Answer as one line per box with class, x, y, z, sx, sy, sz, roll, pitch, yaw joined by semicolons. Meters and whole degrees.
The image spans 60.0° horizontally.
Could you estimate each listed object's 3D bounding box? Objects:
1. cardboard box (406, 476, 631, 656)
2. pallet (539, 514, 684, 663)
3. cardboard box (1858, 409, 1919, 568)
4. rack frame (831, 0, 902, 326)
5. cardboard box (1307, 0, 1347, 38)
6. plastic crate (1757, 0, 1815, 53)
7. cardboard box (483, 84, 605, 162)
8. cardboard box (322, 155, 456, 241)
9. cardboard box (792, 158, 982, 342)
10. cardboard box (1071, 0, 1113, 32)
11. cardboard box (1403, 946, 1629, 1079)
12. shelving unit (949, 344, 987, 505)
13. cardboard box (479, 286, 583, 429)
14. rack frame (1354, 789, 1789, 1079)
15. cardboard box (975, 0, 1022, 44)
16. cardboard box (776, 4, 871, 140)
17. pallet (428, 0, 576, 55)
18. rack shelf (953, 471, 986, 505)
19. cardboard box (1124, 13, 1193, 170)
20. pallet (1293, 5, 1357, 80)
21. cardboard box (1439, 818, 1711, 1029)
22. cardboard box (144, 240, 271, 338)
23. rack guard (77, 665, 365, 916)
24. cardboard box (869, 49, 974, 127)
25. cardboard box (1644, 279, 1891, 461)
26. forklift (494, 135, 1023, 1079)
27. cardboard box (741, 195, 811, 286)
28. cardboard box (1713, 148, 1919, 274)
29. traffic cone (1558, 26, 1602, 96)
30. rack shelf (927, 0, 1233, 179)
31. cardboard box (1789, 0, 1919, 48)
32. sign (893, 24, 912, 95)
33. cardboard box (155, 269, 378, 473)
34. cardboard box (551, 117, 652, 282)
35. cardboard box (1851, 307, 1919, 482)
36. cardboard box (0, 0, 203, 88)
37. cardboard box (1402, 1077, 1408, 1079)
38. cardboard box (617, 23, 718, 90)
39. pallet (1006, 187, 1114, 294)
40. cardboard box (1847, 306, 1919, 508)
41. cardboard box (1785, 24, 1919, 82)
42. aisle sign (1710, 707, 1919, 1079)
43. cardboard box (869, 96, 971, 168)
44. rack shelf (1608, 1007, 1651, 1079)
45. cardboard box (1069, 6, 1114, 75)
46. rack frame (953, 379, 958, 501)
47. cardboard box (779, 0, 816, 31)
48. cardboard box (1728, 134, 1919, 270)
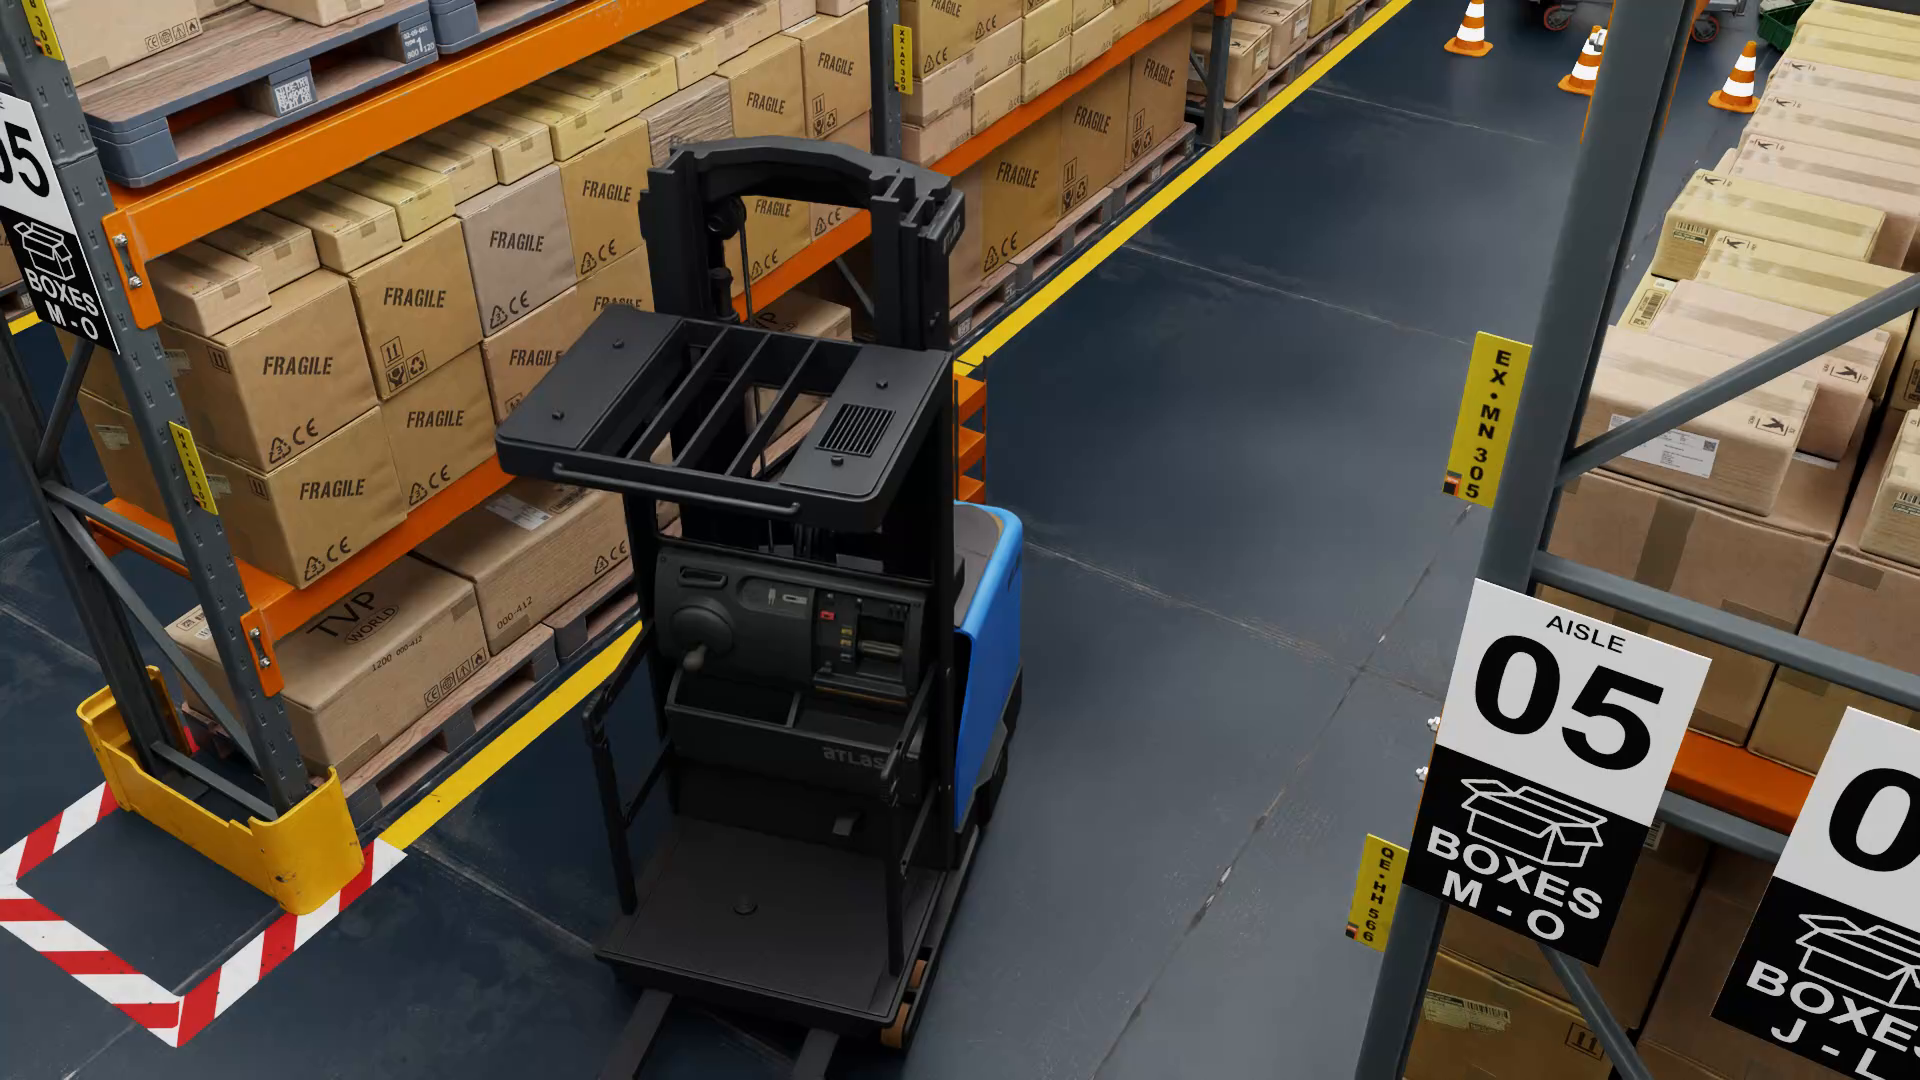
cardboard box;-2.132;-0.033;7.530;0.875;0.438;0.875;22;43;26
pallet;-1.868;0.006;8.009;1.003;0.211;1.213;21;42;25
cardboard box;1.715;-0.044;2.720;0.380;0.149;0.250;21;42;25
rack frame;-0.742;-2.096;8.452;1.000;3.000;0.127;21;42;25
cardboard box;2.512;-4.344;13.176;0.950;0.372;0.625;23;43;27
plastic crate;6.765;-4.081;13.282;0.662;0.188;0.450;-18;51;-22
cardboard box;-1.594;-1.605;6.382;0.380;0.149;0.250;20;42;24
cardboard box;-2.019;-1.216;5.877;0.380;0.149;0.250;20;42;24
cardboard box;-0.477;-1.767;9.421;0.875;0.875;0.875;23;43;26
cardboard box;0.550;-3.160;9.545;0.500;0.250;0.500;20;42;24
cardboard box;1.373;1.060;4.032;0.500;0.500;0.500;22;43;26
shelving unit;-0.029;-0.388;7.833;0.215;1.050;0.252;21;42;25
cardboard box;-1.850;-0.753;6.628;0.500;0.500;0.500;21;42;25
rack frame;1.349;1.533;3.744;1.000;3.000;0.127;21;42;25
cardboard box;-0.014;-2.936;8.640;0.500;0.500;0.500;21;42;25
cardboard box;-0.761;-2.198;7.683;0.500;0.500;0.500;21;42;25
pallet;-1.843;-2.204;6.208;1.003;0.211;1.213;21;42;25
rack shelf;-0.029;-0.160;8.009;0.215;0.259;0.240;21;42;25
cardboard box;0.961;-3.154;11.221;0.875;0.875;0.875;21;42;25
pallet;2.476;-4.083;13.313;1.003;0.211;1.213;21;42;25
cardboard box;1.384;0.662;3.729;0.500;0.500;0.500;20;42;24
cardboard box;-2.461;-0.819;5.363;0.380;0.149;0.250;22;43;26
rack guard;-2.898;0.968;6.524;1.175;0.500;0.348;21;42;25
cardboard box;-0.268;-2.369;8.520;0.500;0.250;0.500;20;42;24
cardboard box;1.476;-0.321;3.079;0.380;0.149;0.250;22;43;26
forklift;-0.623;0.360;5.322;1.130;2.935;3.031;10;39;12
cardboard box;-1.045;-1.546;7.656;0.500;0.500;0.500;20;42;24
cardboard box;1.931;-0.642;3.821;0.500;0.250;0.500;22;43;26
traffic cone;4.751;-3.642;12.535;0.336;0.463;0.334;21;42;25
rack shelf;0.330;-2.842;10.009;1.077;0.370;4.000;21;42;25
cardboard box;2.387;-1.281;4.324;0.380;0.149;0.250;23;43;27
sign;-0.272;-2.290;7.929;0.100;0.325;0.005;21;42;25
cardboard box;-2.387;-0.624;5.641;0.500;0.500;0.500;20;42;24
cardboard box;-1.580;-1.418;6.671;0.500;0.500;0.500;21;42;25
cardboard box;2.356;-0.283;3.766;0.500;0.250;0.500;20;42;24
cardboard box;-2.720;-1.630;5.087;0.500;0.250;0.500;17;41;21
cardboard box;1.285;1.372;4.159;0.380;0.149;0.250;21;42;25
cardboard box;-1.237;-2.023;6.925;0.380;0.149;0.250;21;42;25
pallet;0.261;-2.046;10.670;1.003;0.211;1.213;21;42;25
cardboard box;2.083;-0.204;3.254;0.500;0.250;0.500;21;42;25
cardboard box;2.258;-1.142;4.144;0.380;0.149;0.250;20;42;24
aisle sign;1.563;0.639;2.774;0.394;0.787;0.004;21;42;25
cardboard box;-0.283;-2.177;8.680;0.500;0.250;0.500;20;42;24
rack shelf;2.421;0.787;5.301;1.077;0.370;4.000;21;42;25
cardboard box;0.557;-2.958;9.693;0.500;0.250;0.500;20;42;24
rack frame;-0.094;-0.325;7.752;0.200;1.050;0.008;21;42;25
cardboard box;-0.871;-2.425;7.447;0.380;0.149;0.250;22;43;26
cardboard box;1.868;-0.729;3.608;0.380;0.149;0.250;20;42;24
